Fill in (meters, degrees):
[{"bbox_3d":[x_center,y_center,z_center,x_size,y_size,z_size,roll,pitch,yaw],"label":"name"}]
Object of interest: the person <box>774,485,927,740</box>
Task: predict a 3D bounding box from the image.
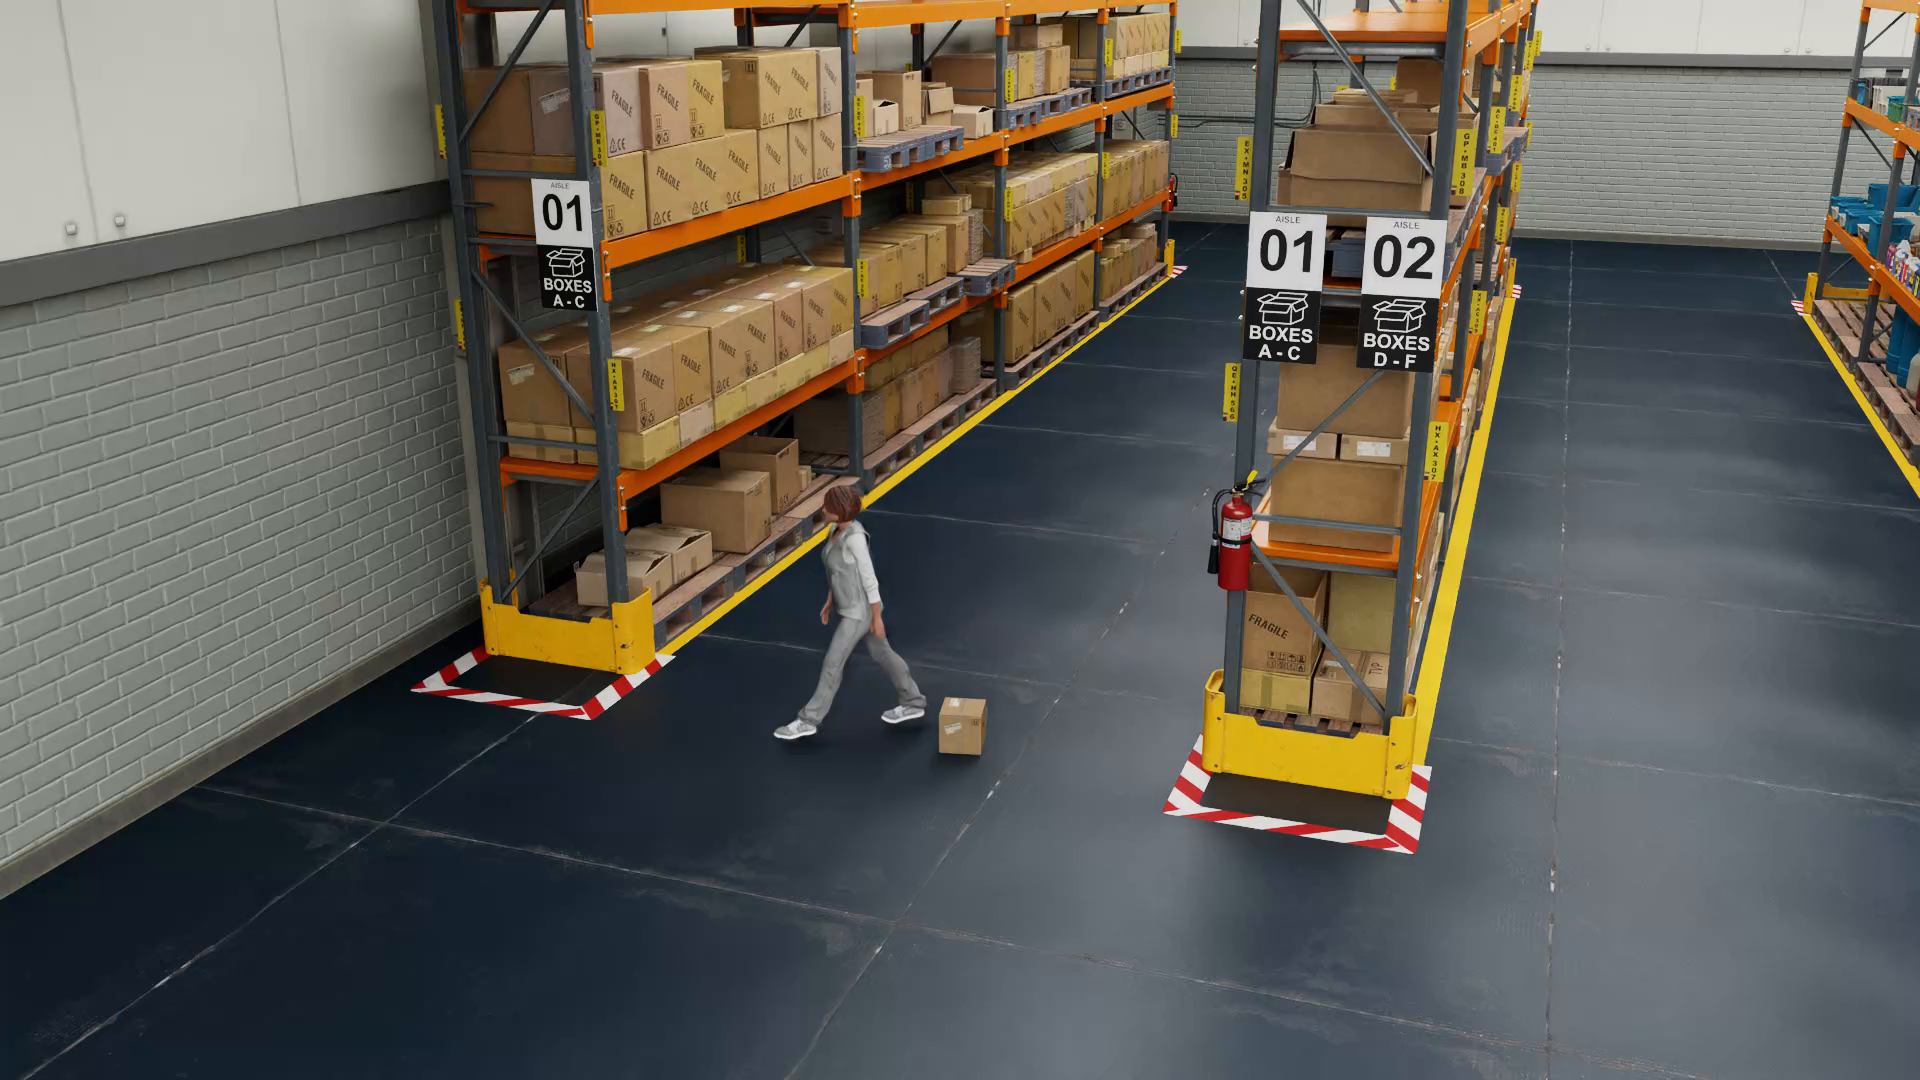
[{"bbox_3d":[-0.670,0.403,9.884,0.951,1.531,0.425,-4,19,-11],"label":"person"}]
